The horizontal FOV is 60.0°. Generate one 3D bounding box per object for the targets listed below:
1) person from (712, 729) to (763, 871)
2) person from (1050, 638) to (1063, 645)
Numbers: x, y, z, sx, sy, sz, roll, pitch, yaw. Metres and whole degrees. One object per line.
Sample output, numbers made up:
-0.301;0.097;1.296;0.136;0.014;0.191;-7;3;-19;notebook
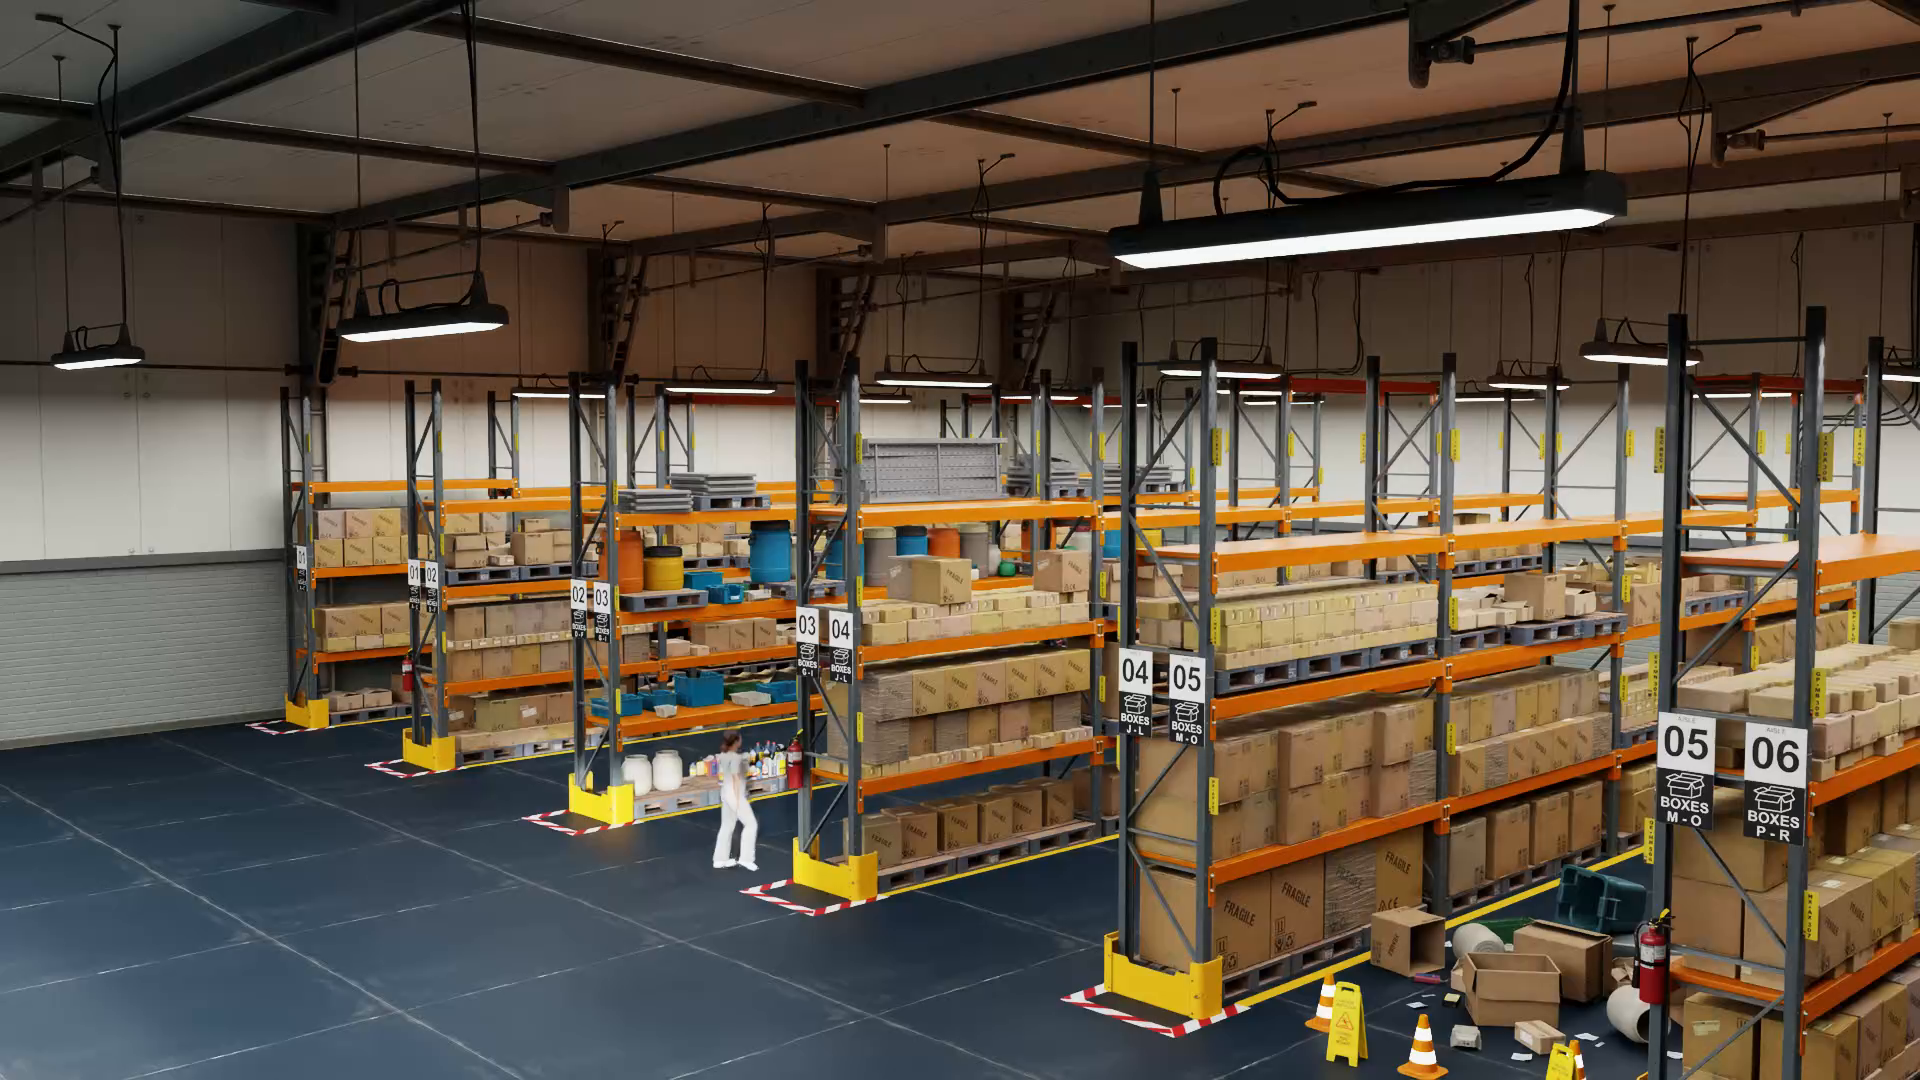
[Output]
-2.636;3.096;19.707;0.617;1.729;0.493;-1;4;-13;person
1.778;2.219;32.124;0.580;1.742;0.581;1;4;9;person
